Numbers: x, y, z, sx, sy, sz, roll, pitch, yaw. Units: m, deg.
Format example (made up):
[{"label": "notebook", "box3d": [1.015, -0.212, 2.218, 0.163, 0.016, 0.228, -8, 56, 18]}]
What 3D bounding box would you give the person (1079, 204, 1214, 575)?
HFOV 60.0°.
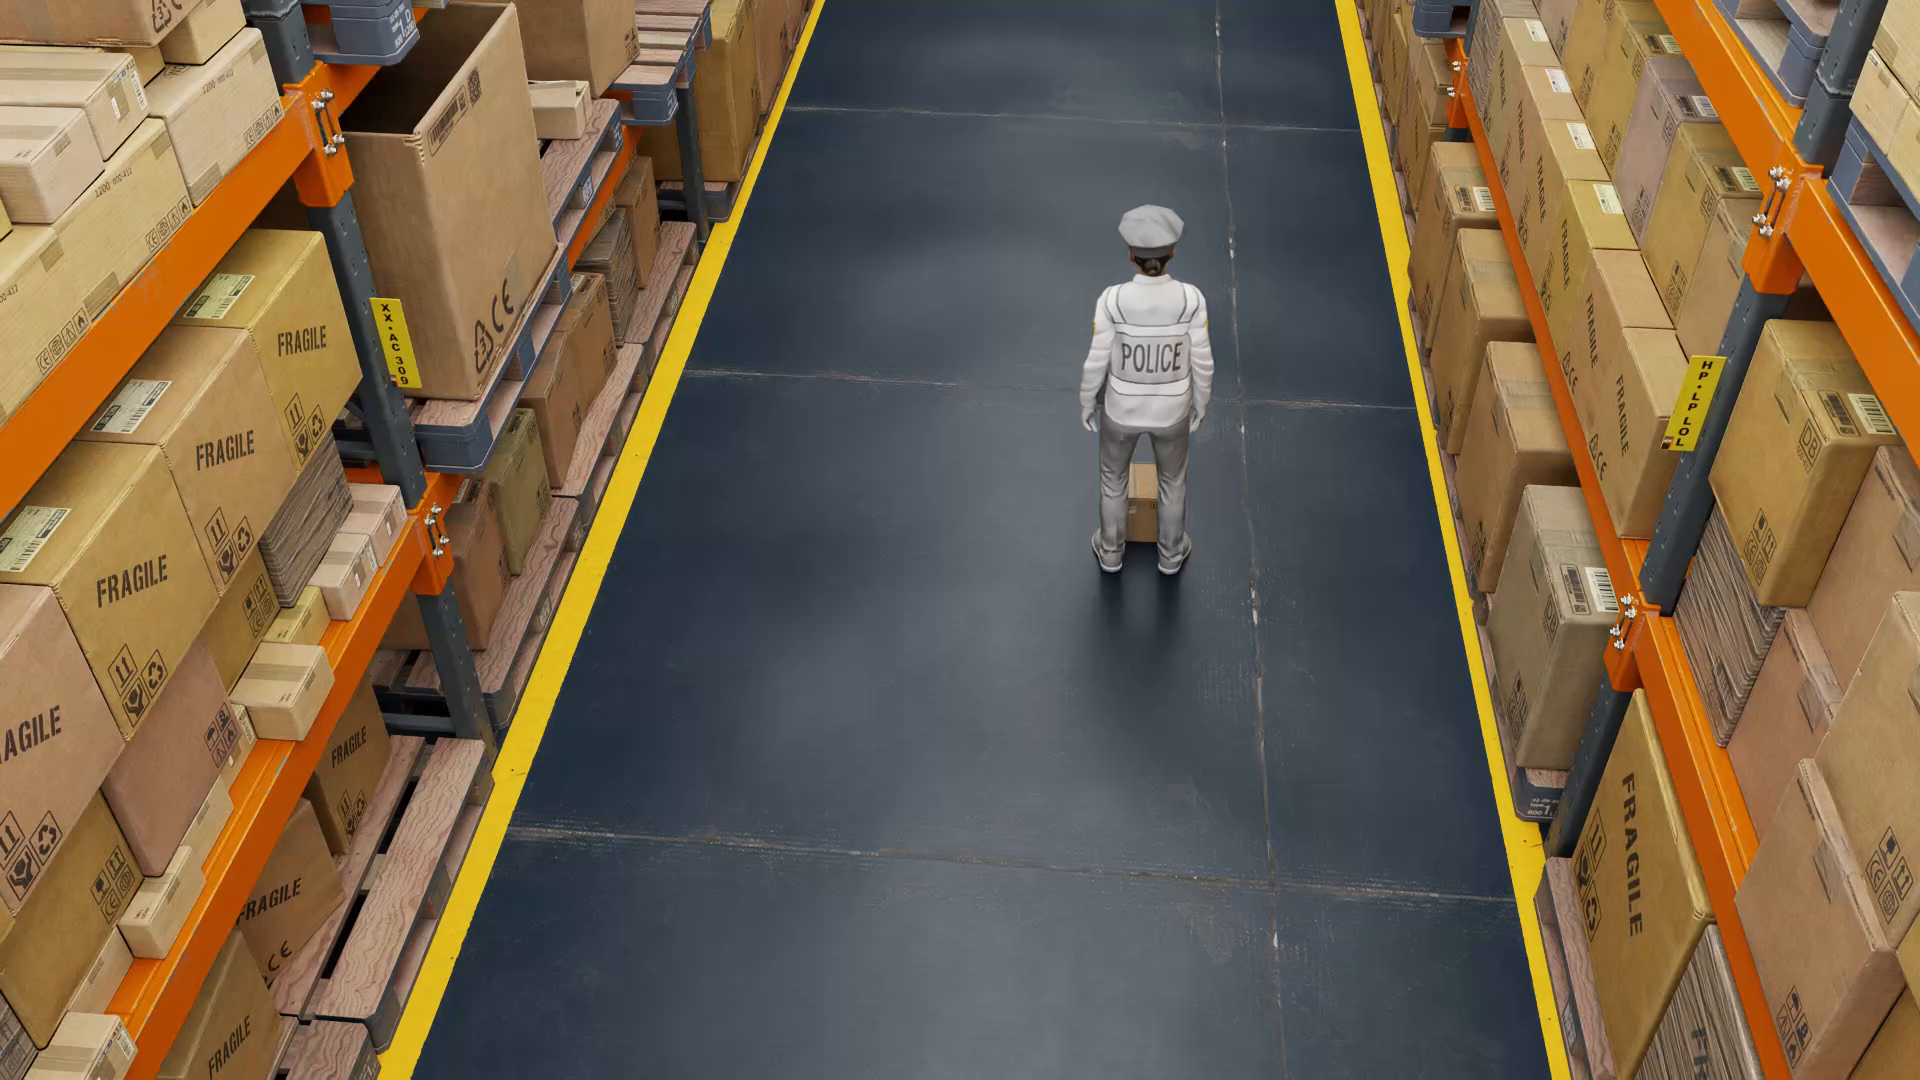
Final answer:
[{"label": "person", "box3d": [0.755, -0.549, 6.802, 0.539, 1.662, 0.374, 1, 40, 1]}]
